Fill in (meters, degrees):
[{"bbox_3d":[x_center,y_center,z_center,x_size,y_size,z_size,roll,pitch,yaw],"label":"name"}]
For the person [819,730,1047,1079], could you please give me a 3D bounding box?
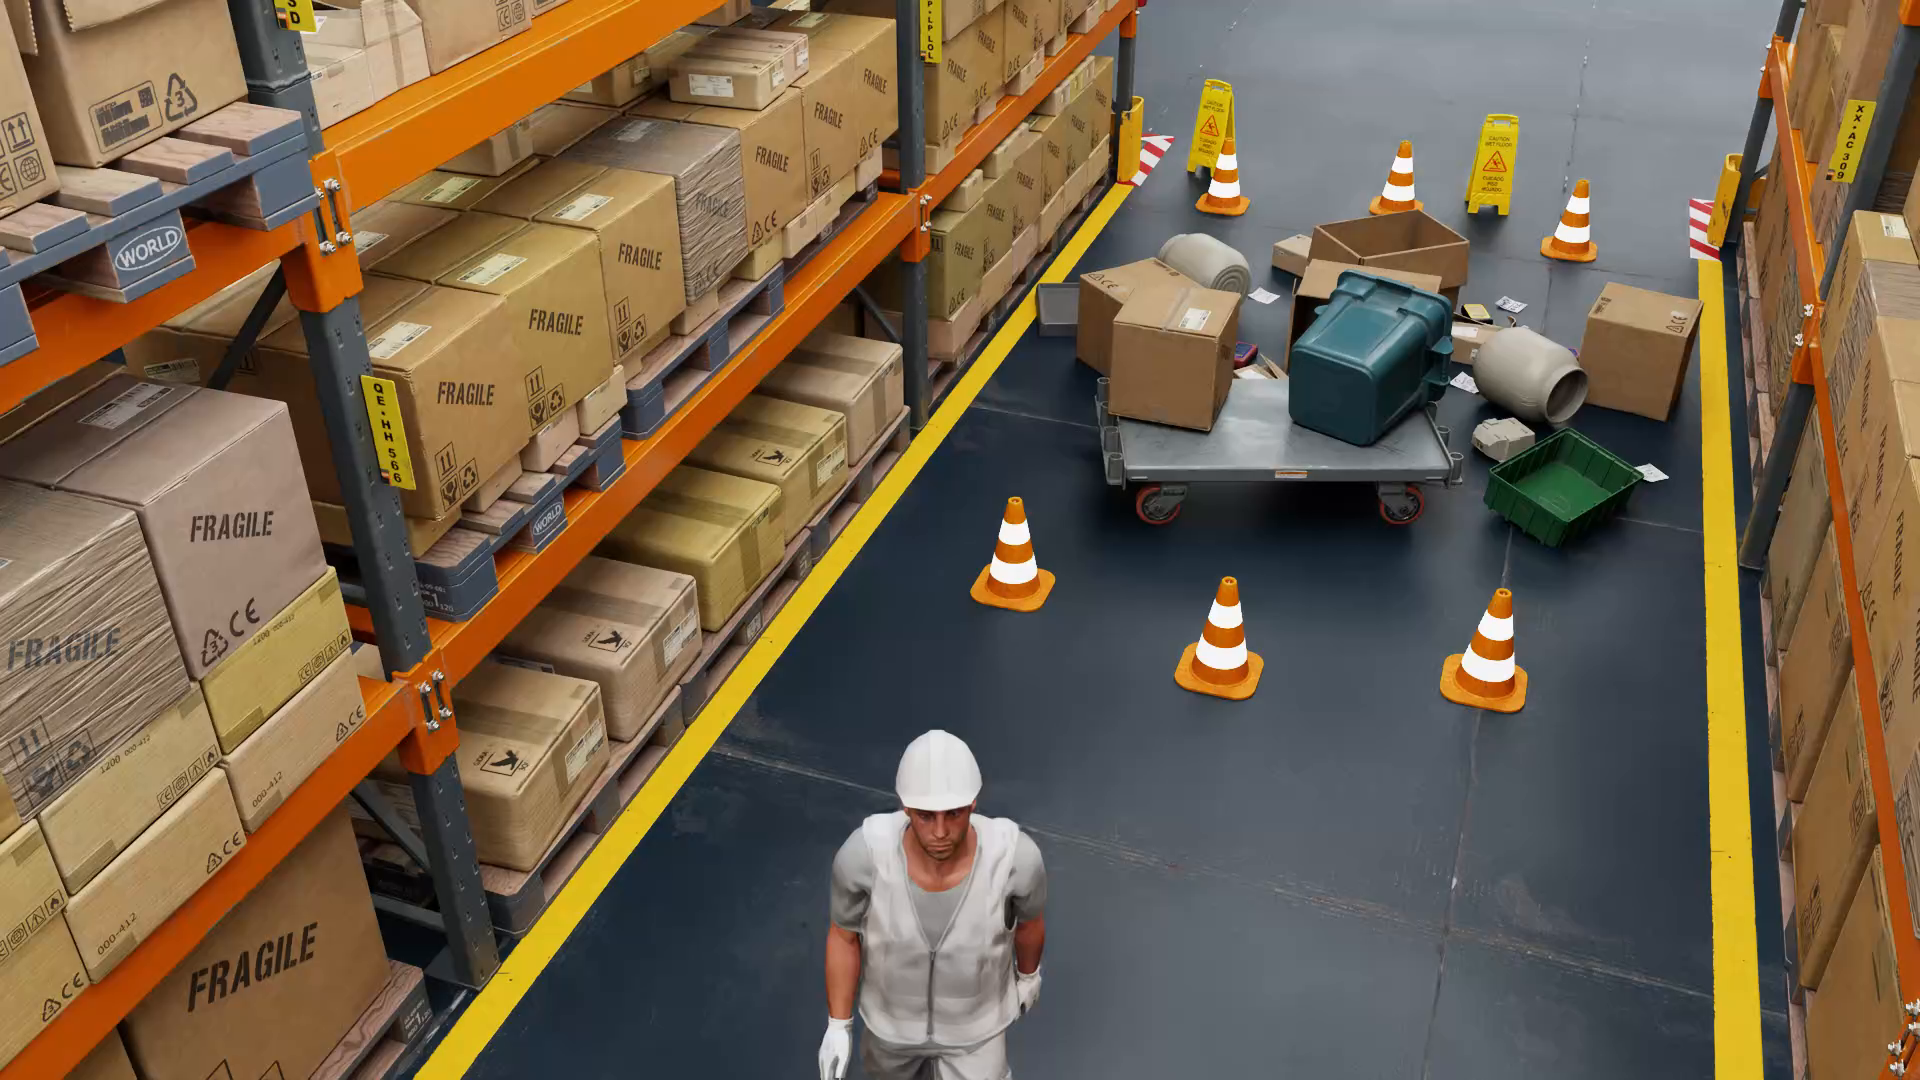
[{"bbox_3d":[-0.067,1.192,4.282,0.554,1.745,1.036,3,33,5],"label":"person"}]
